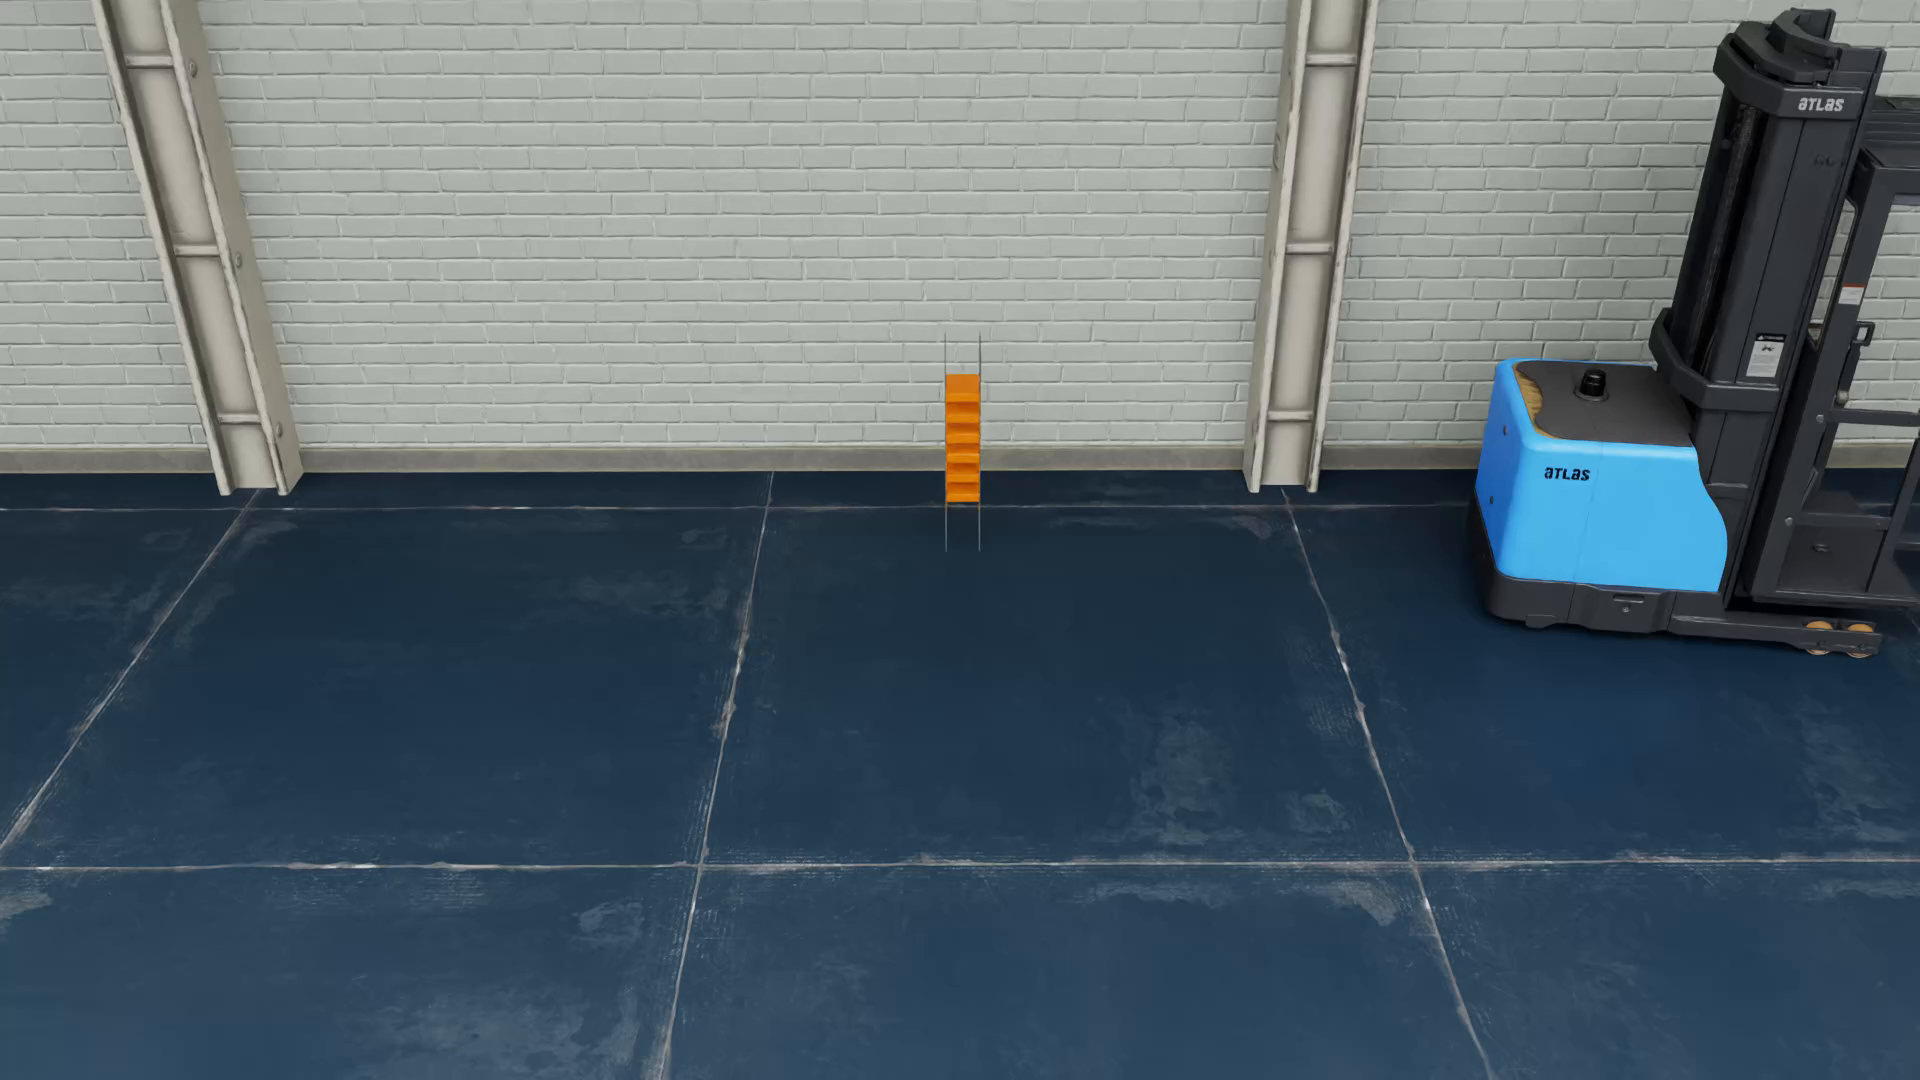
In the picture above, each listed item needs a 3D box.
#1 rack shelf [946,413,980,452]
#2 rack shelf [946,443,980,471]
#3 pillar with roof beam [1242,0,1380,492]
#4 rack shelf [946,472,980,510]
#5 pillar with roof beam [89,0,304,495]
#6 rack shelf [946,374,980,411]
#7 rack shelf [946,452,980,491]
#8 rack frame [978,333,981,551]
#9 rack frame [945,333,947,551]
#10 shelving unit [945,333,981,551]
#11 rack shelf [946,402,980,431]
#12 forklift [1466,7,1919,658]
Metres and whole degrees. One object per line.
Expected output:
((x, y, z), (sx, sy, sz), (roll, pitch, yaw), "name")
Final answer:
((0.014, -0.578, 8.900), (0.180, 0.103, 0.258), (0, 31, 0), "rack shelf")
((0.014, -0.475, 8.962), (0.180, 0.103, 0.258), (0, 31, 0), "rack shelf")
((1.915, -1.974, 3.828), (0.400, 9.000, 9.100), (0, 31, 0), "pillar with roof beam")
((0.014, -0.270, 9.086), (0.180, 0.103, 0.258), (0, 31, 0), "rack shelf")
((-4.085, -1.955, 3.797), (0.400, 9.000, 9.100), (0, 31, 0), "pillar with roof beam")
((0.014, -0.783, 8.775), (0.180, 0.103, 0.258), (0, 31, 0), "rack shelf")
((0.014, -0.372, 9.024), (0.180, 0.103, 0.258), (0, 31, 0), "rack shelf")
((0.106, -0.513, 8.939), (0.006, 1.200, 0.240), (0, 31, 0), "rack frame")
((-0.077, -0.513, 8.938), (0.006, 1.200, 0.240), (0, 31, 0), "rack frame")
((0.014, -0.513, 8.939), (0.189, 1.200, 0.258), (0, 31, 0), "shelving unit")
((0.014, -0.680, 8.837), (0.180, 0.103, 0.258), (0, 31, 0), "rack shelf")
((4.263, -0.961, 8.008), (3.031, 2.935, 1.130), (4, 31, 6), "forklift")
